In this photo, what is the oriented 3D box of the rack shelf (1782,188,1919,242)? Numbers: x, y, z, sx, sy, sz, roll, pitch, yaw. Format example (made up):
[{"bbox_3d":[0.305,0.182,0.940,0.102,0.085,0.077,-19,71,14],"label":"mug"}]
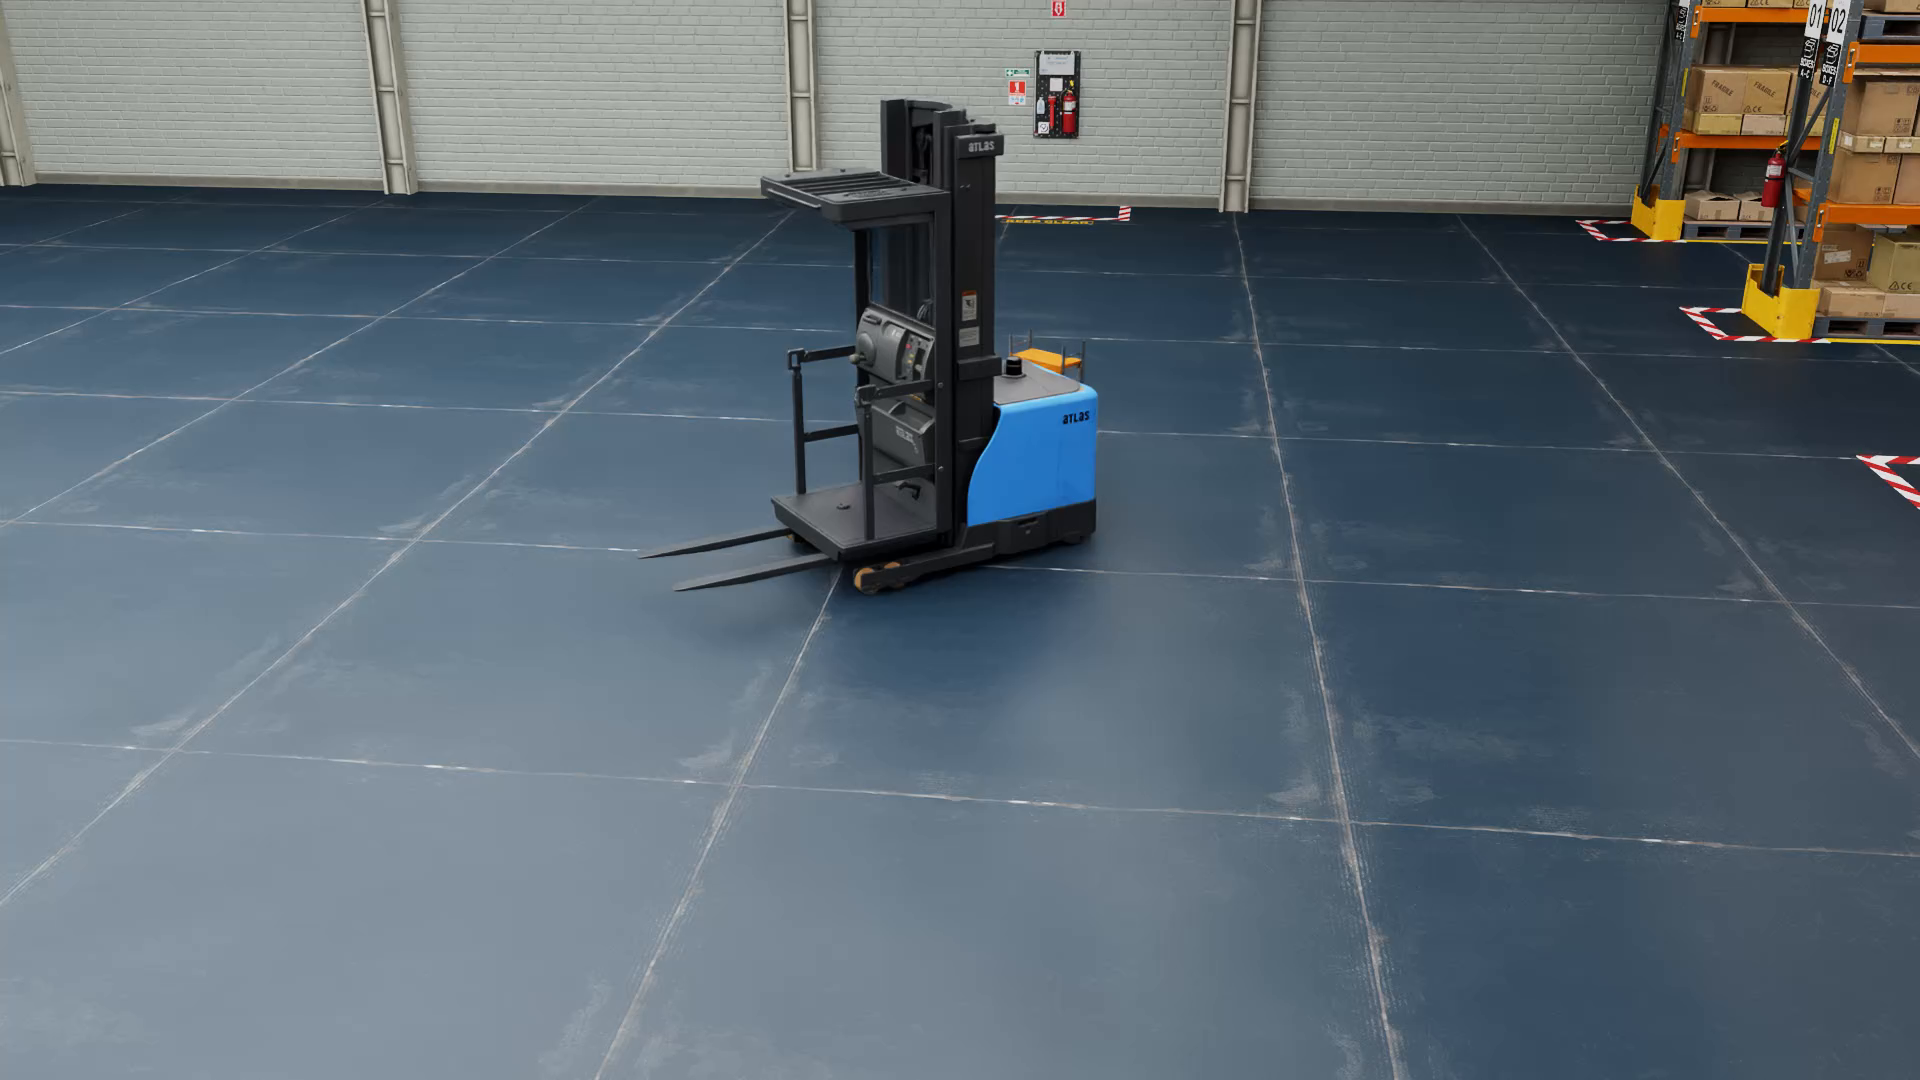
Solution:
[{"bbox_3d":[10.341,-3.173,16.363,4.000,0.370,1.077,2,22,6],"label":"rack shelf"}]

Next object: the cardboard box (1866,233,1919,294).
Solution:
[{"bbox_3d":[9.358,-2.734,16.423,0.500,0.500,0.500,2,22,6],"label":"cardboard box"}]

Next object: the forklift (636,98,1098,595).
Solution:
[{"bbox_3d":[-0.596,-1.238,10.585,3.031,2.935,1.130,-12,25,-28],"label":"forklift"}]

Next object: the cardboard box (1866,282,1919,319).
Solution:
[{"bbox_3d":[9.358,-2.386,16.563,0.500,0.250,0.500,2,22,6],"label":"cardboard box"}]

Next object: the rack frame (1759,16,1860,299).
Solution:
[{"bbox_3d":[8.355,-3.594,16.450,0.127,3.000,1.000,2,22,6],"label":"rack frame"}]

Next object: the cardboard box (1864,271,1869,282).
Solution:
[{"bbox_3d":[9.420,-2.578,17.049,0.500,0.250,0.500,2,22,6],"label":"cardboard box"}]

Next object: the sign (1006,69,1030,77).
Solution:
[{"bbox_3d":[0.790,-6.390,22.752,0.331,0.109,0.001,2,22,6],"label":"sign"}]

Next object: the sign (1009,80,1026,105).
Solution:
[{"bbox_3d":[0.786,-6.147,22.859,0.234,0.329,0.001,2,22,6],"label":"sign"}]

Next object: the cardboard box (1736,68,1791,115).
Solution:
[{"bbox_3d":[9.863,-5.535,20.518,0.500,0.500,0.500,3,22,6],"label":"cardboard box"}]

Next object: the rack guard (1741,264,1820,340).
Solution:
[{"bbox_3d":[8.331,-2.432,16.912,0.348,0.500,1.175,2,22,6],"label":"rack guard"}]

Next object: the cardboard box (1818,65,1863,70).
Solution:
[{"bbox_3d":[10.940,-5.680,20.884,0.500,0.500,0.500,3,22,7],"label":"cardboard box"}]

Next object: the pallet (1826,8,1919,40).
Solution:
[{"bbox_3d":[9.054,-4.907,15.813,1.213,0.211,1.003,2,22,6],"label":"pallet"}]

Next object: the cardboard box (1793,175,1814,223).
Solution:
[{"bbox_3d":[10.899,-4.307,21.056,0.500,0.500,0.700,1,22,3],"label":"cardboard box"}]

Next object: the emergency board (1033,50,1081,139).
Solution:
[{"bbox_3d":[1.323,-6.068,22.709,0.643,1.169,0.194,2,22,6],"label":"emergency board"}]

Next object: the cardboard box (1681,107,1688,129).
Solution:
[{"bbox_3d":[9.421,-5.392,21.177,0.500,0.250,0.500,3,22,7],"label":"cardboard box"}]

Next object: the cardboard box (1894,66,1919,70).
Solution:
[{"bbox_3d":[11.951,-5.638,20.778,0.500,0.500,0.500,2,22,6],"label":"cardboard box"}]

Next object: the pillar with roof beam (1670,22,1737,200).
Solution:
[{"bbox_3d":[9.225,-6.906,16.668,0.400,9.000,9.100,2,22,6],"label":"pillar with roof beam"}]

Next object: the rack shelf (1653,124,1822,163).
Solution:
[{"bbox_3d":[10.920,-4.981,20.938,4.000,0.370,1.077,2,22,6],"label":"rack shelf"}]

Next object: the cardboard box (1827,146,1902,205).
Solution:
[{"bbox_3d":[8.817,-3.615,16.368,0.500,0.500,0.700,3,22,6],"label":"cardboard box"}]

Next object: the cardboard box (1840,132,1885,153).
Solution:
[{"bbox_3d":[8.719,-3.846,16.070,0.250,0.149,0.380,2,22,6],"label":"cardboard box"}]

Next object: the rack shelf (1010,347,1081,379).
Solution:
[{"bbox_3d":[0.618,-1.245,11.887,0.480,0.148,0.258,19,28,39],"label":"rack shelf"}]

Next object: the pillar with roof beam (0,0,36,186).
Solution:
[{"bbox_3d":[-14.609,-7.944,19.295,0.400,9.000,9.100,2,22,6],"label":"pillar with roof beam"}]

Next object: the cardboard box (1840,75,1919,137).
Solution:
[{"bbox_3d":[8.870,-4.216,16.124,0.500,0.500,0.700,3,22,6],"label":"cardboard box"}]

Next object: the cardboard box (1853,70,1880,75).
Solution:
[{"bbox_3d":[10.889,-5.493,20.410,0.500,0.500,0.500,3,22,8],"label":"cardboard box"}]

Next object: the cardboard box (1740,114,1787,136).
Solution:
[{"bbox_3d":[9.899,-5.188,20.658,0.500,0.250,0.500,2,22,5],"label":"cardboard box"}]

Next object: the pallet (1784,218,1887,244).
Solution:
[{"bbox_3d":[11.020,-4.001,21.272,1.213,0.211,1.003,2,22,6],"label":"pallet"}]

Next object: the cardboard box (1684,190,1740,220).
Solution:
[{"bbox_3d":[9.611,-4.294,21.279,0.500,0.311,0.500,0,22,0],"label":"cardboard box"}]

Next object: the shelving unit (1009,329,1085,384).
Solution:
[{"bbox_3d":[0.617,-0.879,12.030,0.503,1.200,0.258,19,28,39],"label":"shelving unit"}]

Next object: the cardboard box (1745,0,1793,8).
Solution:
[{"bbox_3d":[9.766,-6.711,20.092,0.500,0.500,0.500,4,22,10],"label":"cardboard box"}]

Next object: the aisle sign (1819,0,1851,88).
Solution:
[{"bbox_3d":[8.254,-4.694,15.696,0.004,0.787,0.394,2,22,6],"label":"aisle sign"}]

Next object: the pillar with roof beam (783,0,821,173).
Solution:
[{"bbox_3d":[-2.692,-7.425,17.982,0.400,9.000,9.100,2,22,6],"label":"pillar with roof beam"}]

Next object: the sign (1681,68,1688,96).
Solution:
[{"bbox_3d":[8.871,-5.607,20.365,0.005,0.325,0.100,2,22,6],"label":"sign"}]

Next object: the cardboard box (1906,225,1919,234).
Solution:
[{"bbox_3d":[9.917,-2.906,16.860,0.500,0.500,0.500,2,22,6],"label":"cardboard box"}]

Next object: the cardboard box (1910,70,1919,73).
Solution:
[{"bbox_3d":[11.904,-5.445,20.289,0.500,0.500,0.500,2,22,6],"label":"cardboard box"}]

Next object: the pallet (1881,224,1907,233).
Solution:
[{"bbox_3d":[12.235,-3.949,21.141,1.213,0.211,1.003,2,22,6],"label":"pallet"}]

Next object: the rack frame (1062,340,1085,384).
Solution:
[{"bbox_3d":[0.796,-0.818,11.876,0.015,1.200,0.240,19,28,39],"label":"rack frame"}]

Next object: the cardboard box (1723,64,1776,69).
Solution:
[{"bbox_3d":[9.926,-5.723,20.991,0.500,0.500,0.500,3,22,7],"label":"cardboard box"}]

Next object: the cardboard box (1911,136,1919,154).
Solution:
[{"bbox_3d":[9.229,-3.824,16.015,0.250,0.149,0.380,3,22,7],"label":"cardboard box"}]
